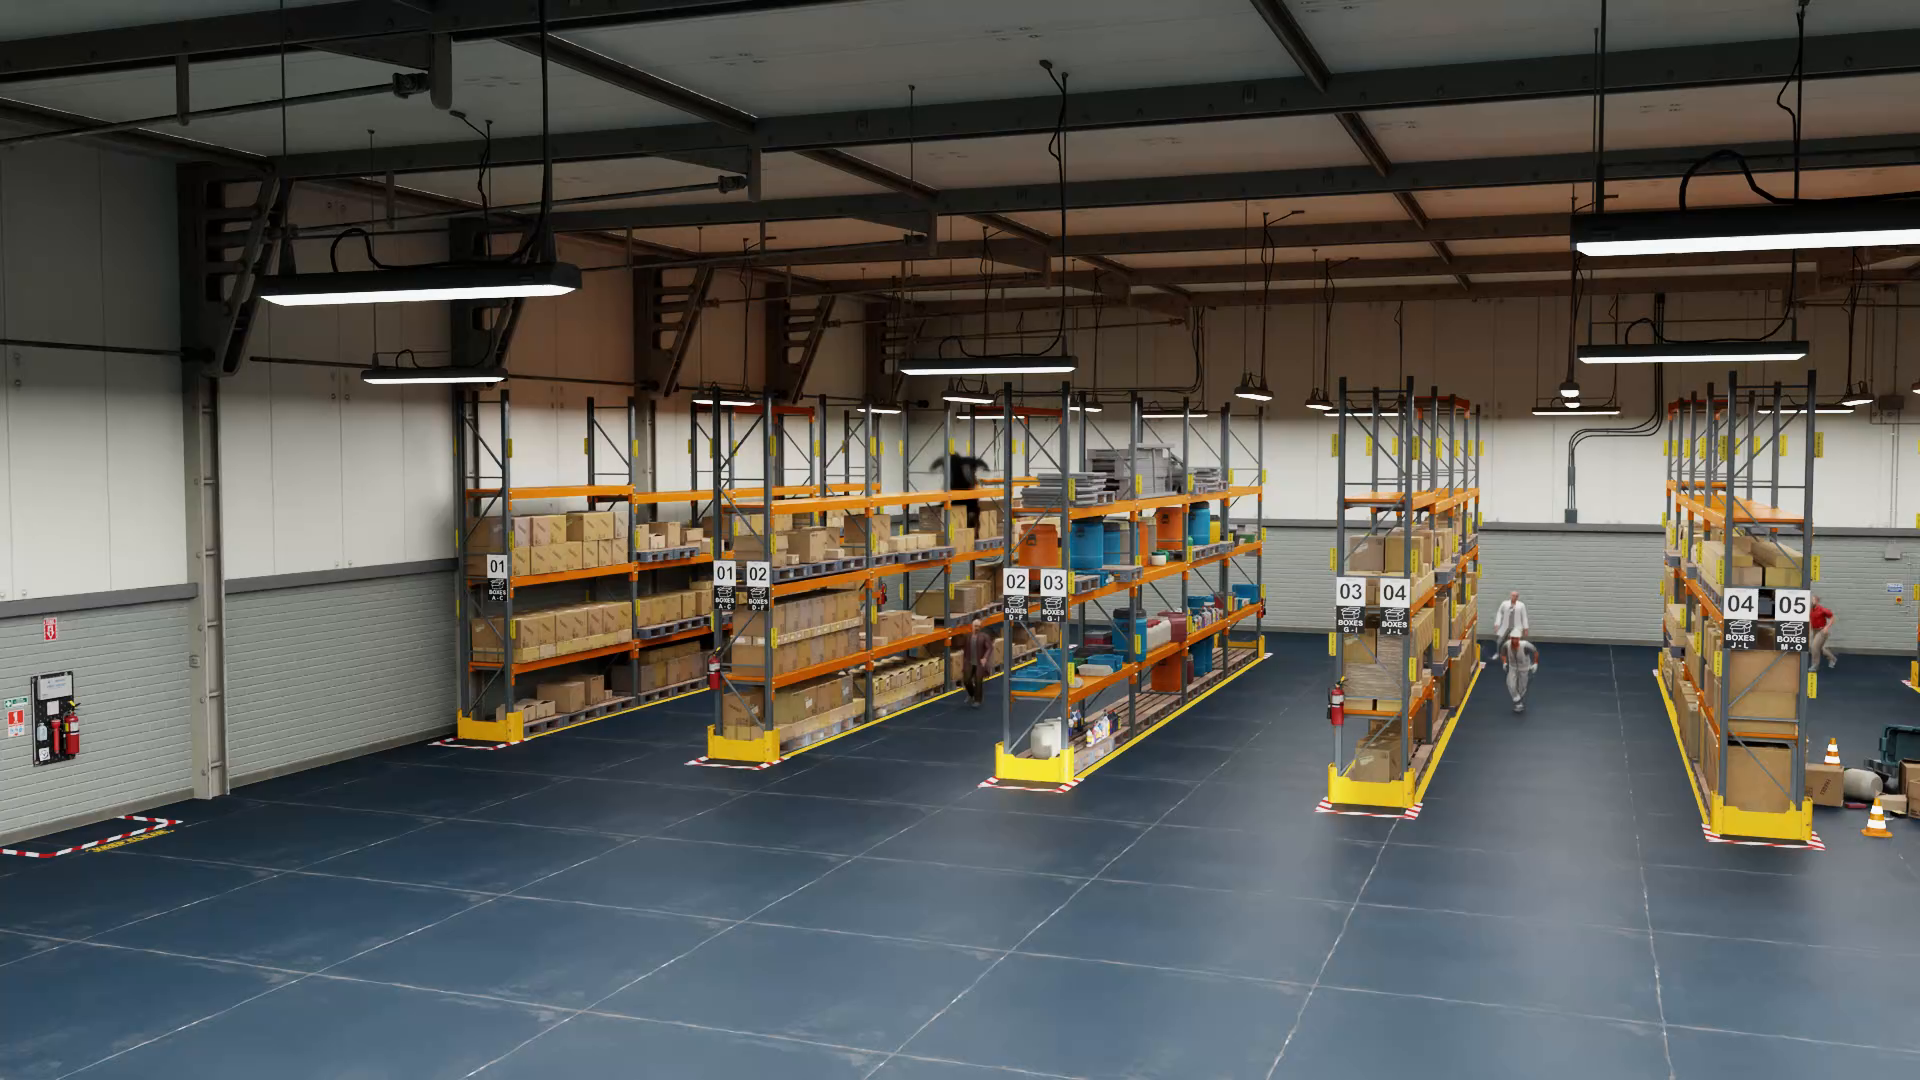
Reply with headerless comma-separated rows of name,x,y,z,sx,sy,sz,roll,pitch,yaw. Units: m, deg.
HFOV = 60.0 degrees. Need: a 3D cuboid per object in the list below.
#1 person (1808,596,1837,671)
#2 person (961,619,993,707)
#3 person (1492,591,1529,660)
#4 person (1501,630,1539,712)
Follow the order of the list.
person,19.480,2.103,37.558,0.878,1.700,0.666,-1,3,-11
person,0.302,2.373,31.846,0.714,1.720,0.812,1,3,18
person,12.789,2.016,38.629,0.824,1.718,0.717,1,3,21
person,10.606,2.469,31.490,0.676,1.603,0.933,2,4,30
